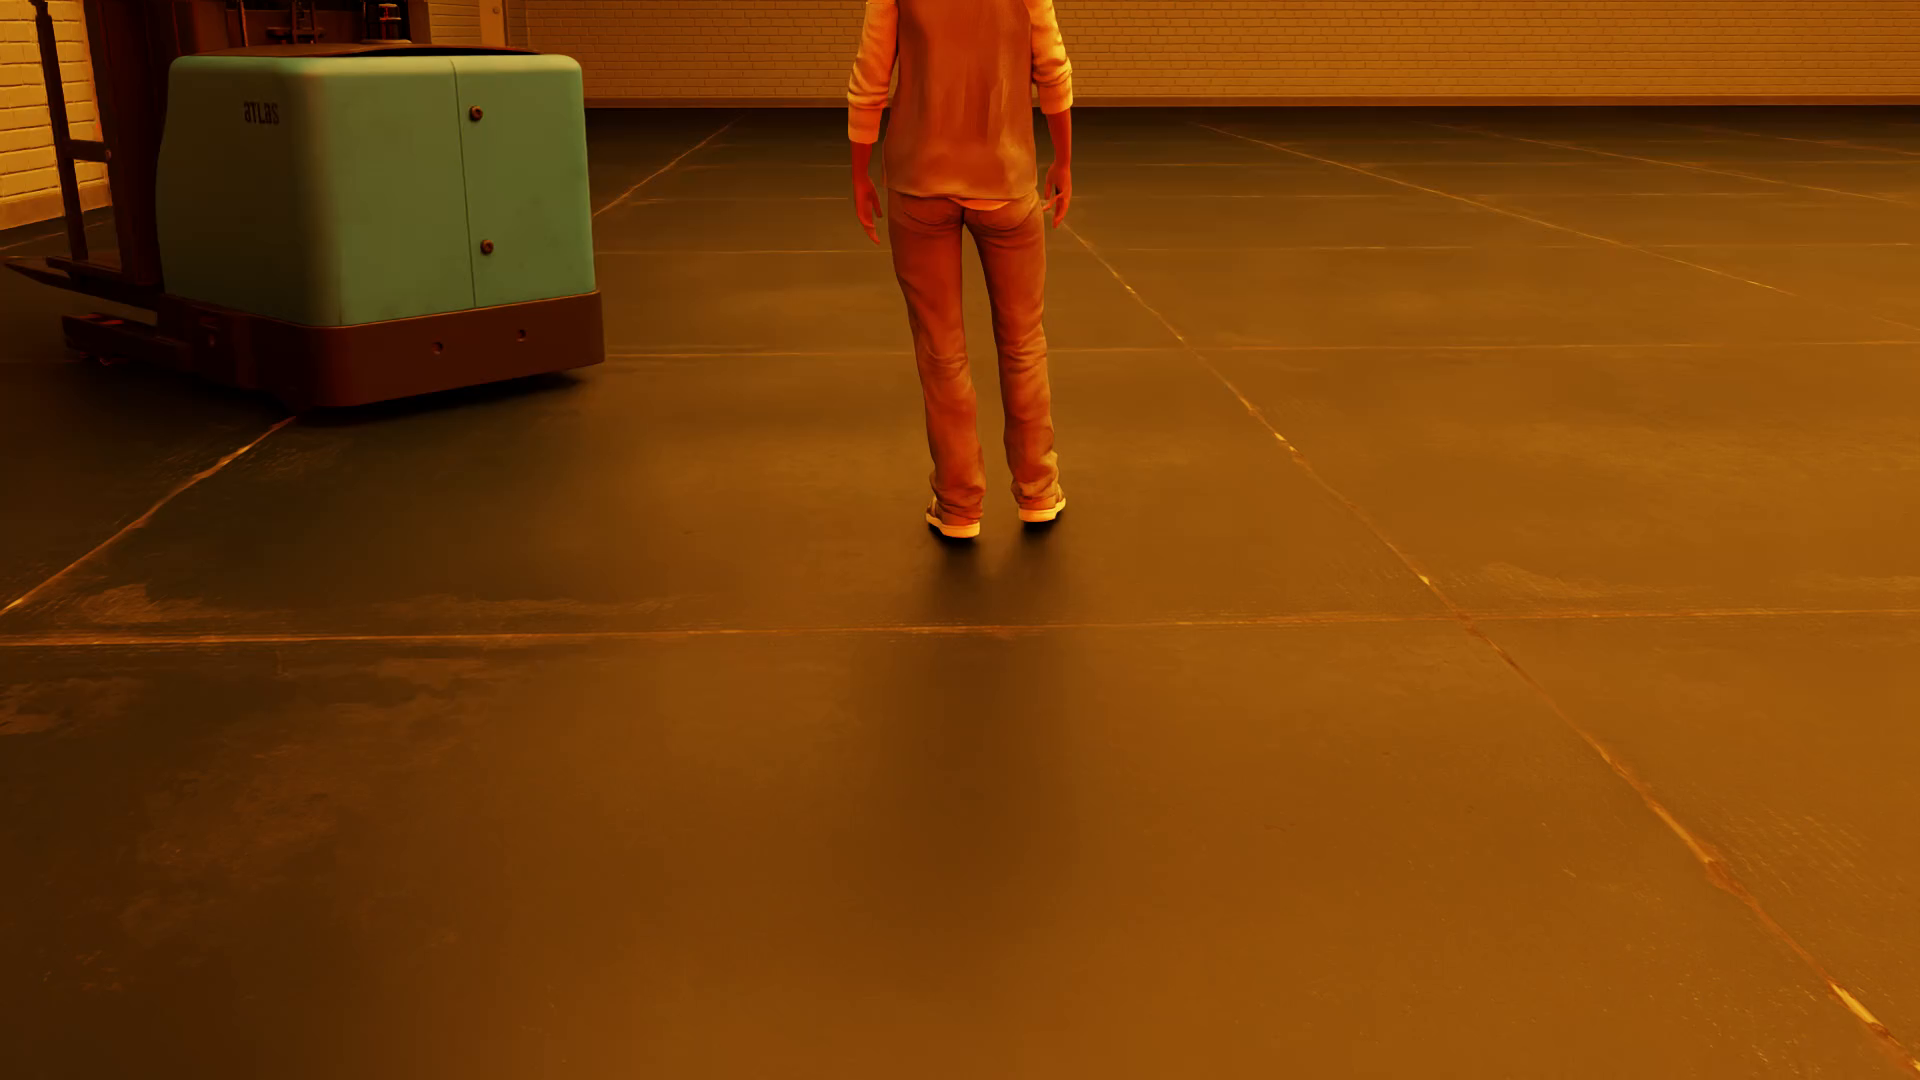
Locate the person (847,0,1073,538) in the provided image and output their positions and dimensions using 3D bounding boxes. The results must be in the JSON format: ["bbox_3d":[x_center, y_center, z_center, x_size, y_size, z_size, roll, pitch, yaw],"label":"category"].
[{"bbox_3d":[0.010,-0.792,3.755,0.521,1.599,0.473,-1,17,-3],"label":"person"}]

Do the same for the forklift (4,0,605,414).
[{"bbox_3d":[-2.644,-2.125,5.855,3.031,2.935,1.130,15,22,40],"label":"forklift"}]
